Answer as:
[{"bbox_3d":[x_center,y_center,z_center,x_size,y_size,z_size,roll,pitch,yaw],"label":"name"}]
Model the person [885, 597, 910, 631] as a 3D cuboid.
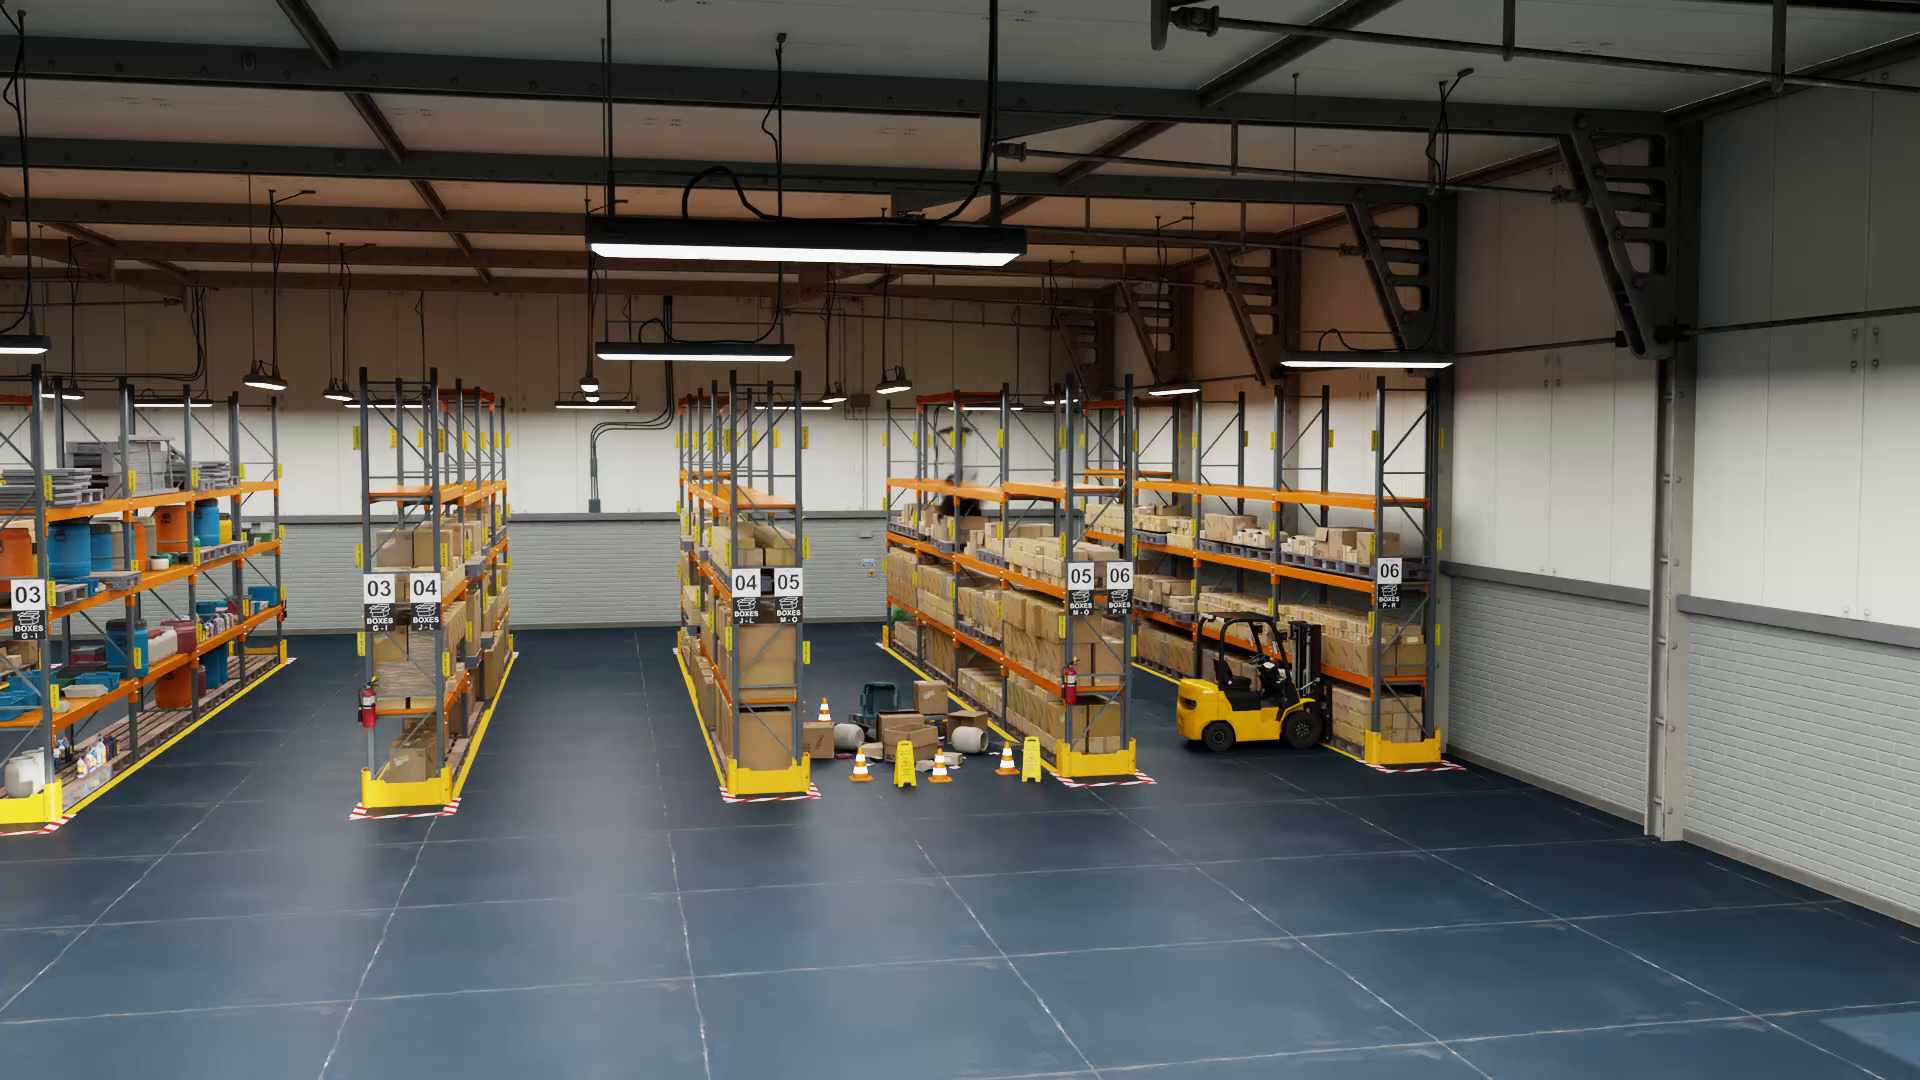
[{"bbox_3d":[-1.492,1.631,41.915,0.863,1.771,0.657,-1,4,-23],"label":"person"}]
